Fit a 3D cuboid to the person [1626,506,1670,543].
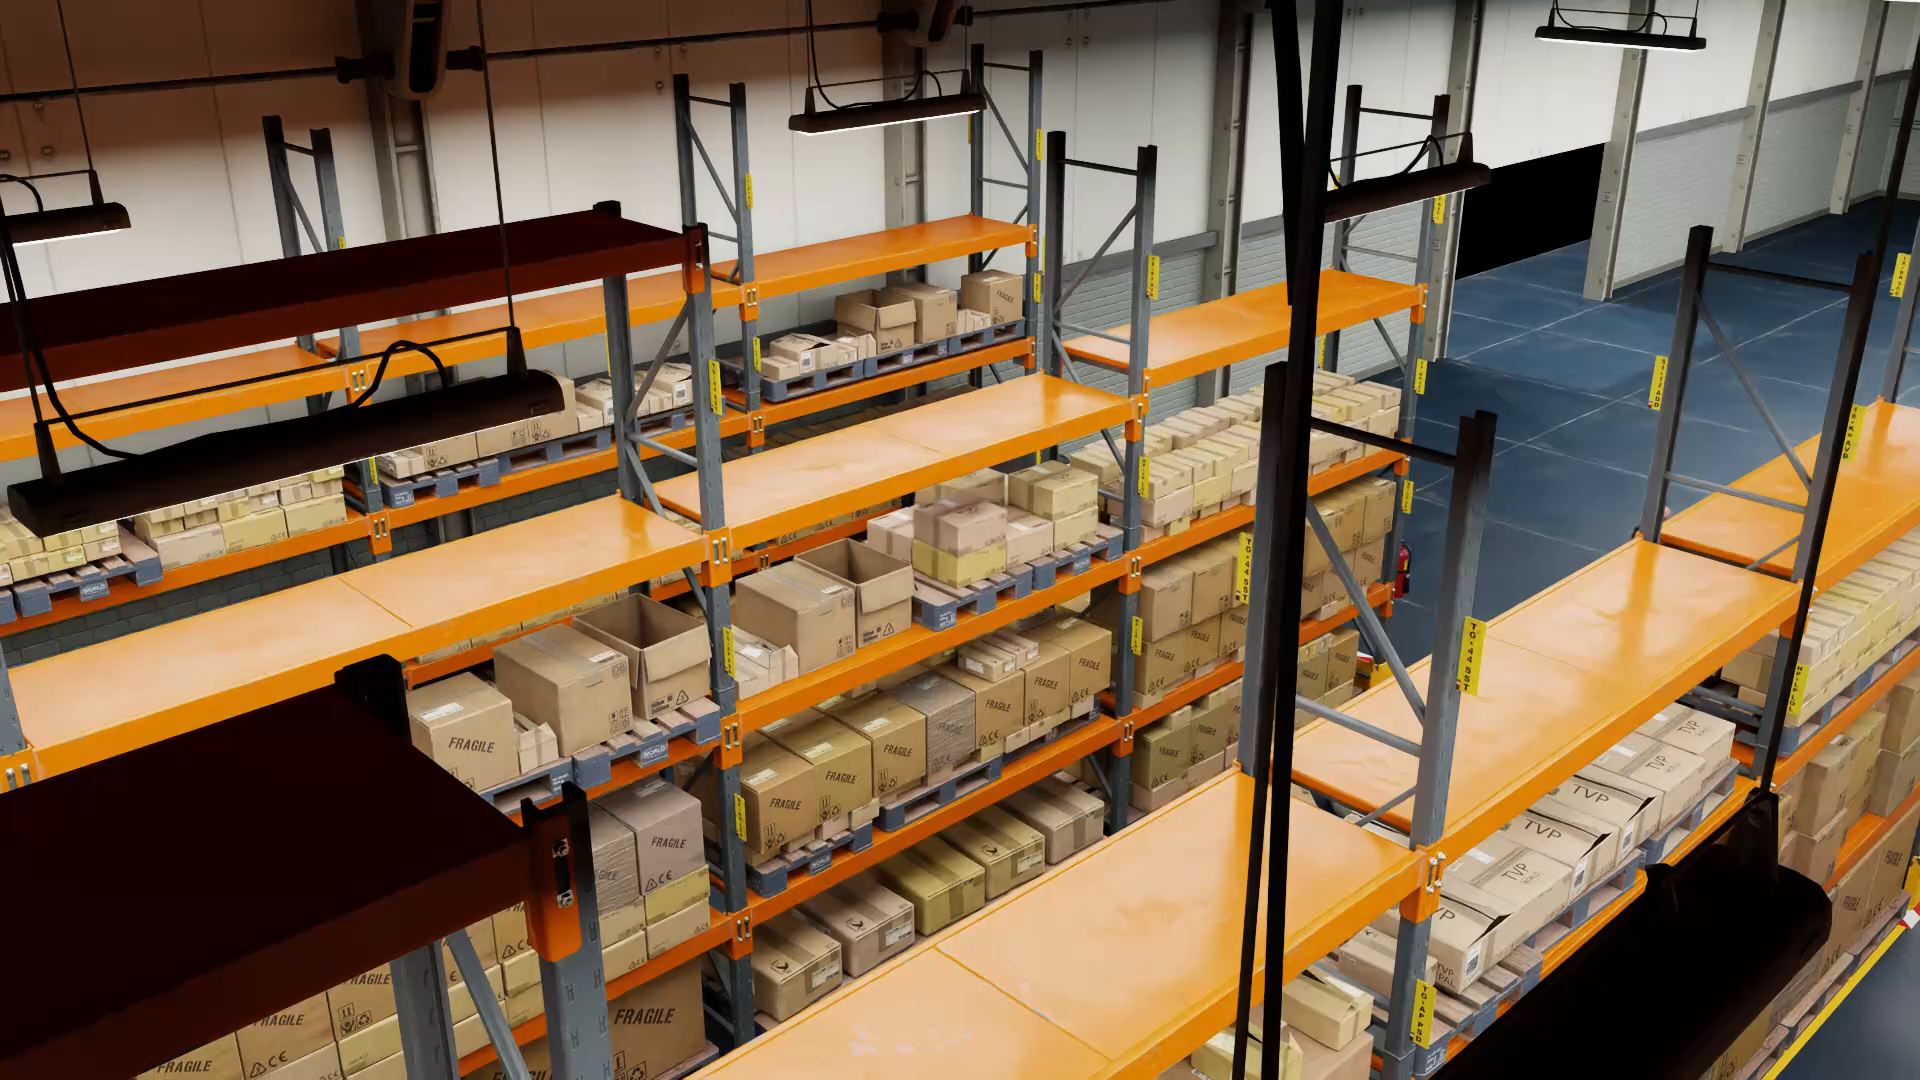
[{"bbox_3d":[7.172,0.481,17.531,0.596,1.734,0.608,-16,27,-34],"label":"person"}]
